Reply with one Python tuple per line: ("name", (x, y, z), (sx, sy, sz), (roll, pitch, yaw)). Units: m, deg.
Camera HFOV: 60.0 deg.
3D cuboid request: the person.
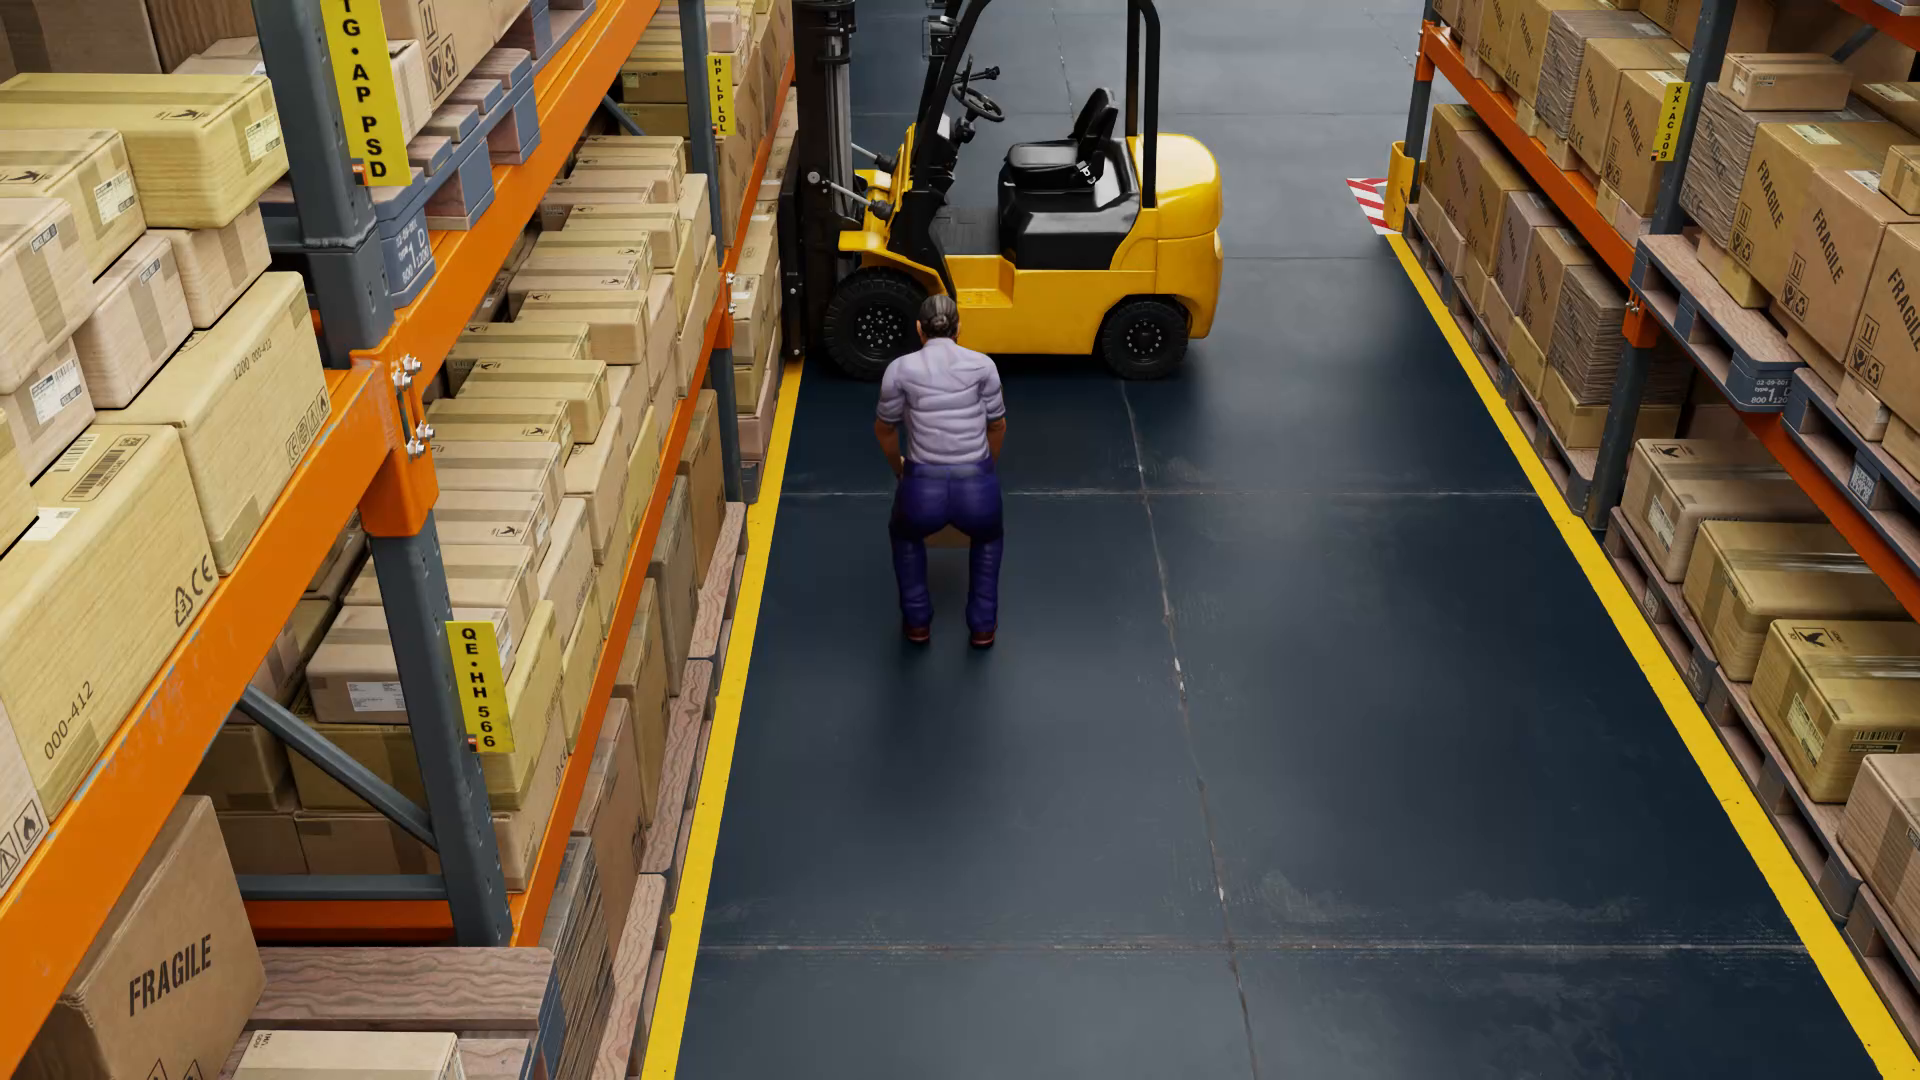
("person", (-0.080, -0.235, 6.733), (0.530, 1.446, 0.594), (0, 32, 0))
